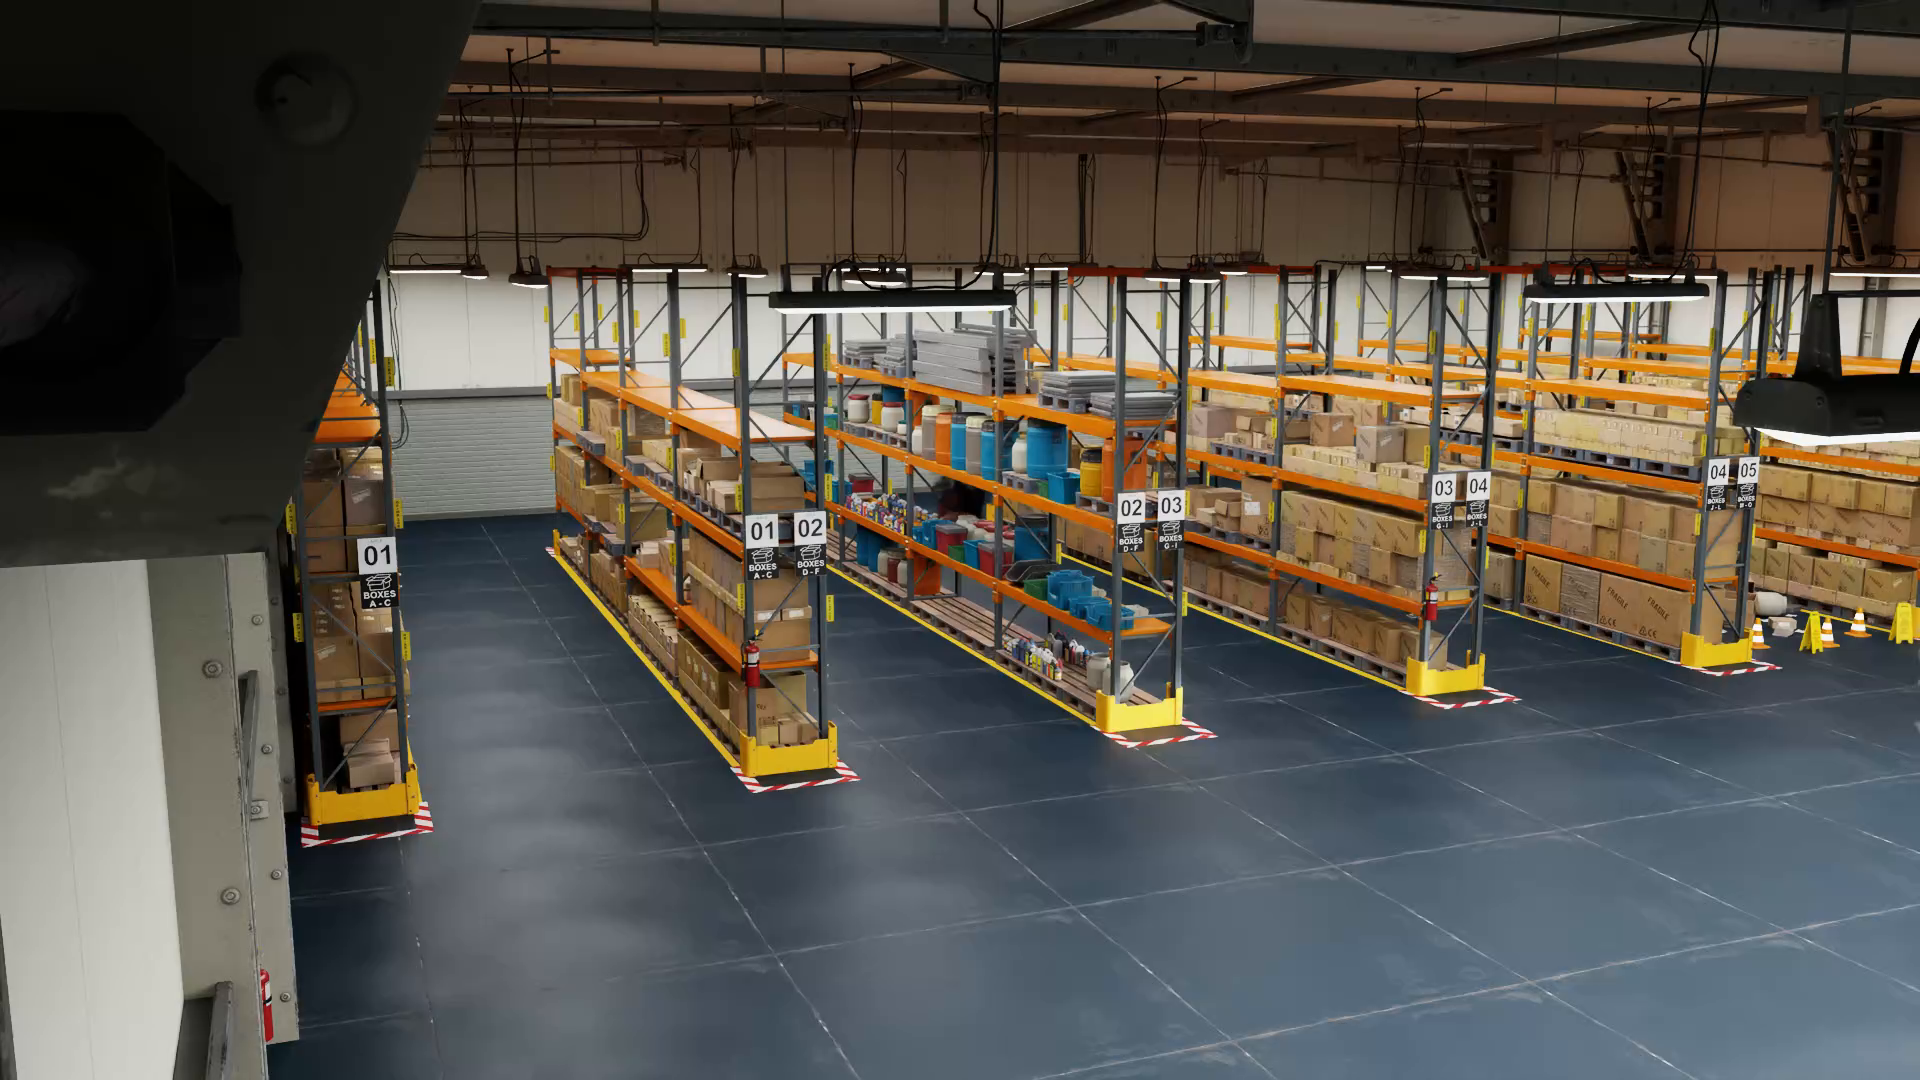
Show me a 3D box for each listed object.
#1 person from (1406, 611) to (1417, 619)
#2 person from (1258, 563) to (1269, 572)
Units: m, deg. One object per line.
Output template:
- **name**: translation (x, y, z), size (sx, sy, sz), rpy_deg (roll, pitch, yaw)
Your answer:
- **person**: translation (7.945, 0.617, 28.559), size (0.545, 1.578, 0.629), rpy_deg (-5, 11, -27)
- **person**: translation (5.872, -0.083, 32.104), size (0.664, 1.733, 0.645), rpy_deg (-4, 11, -24)
